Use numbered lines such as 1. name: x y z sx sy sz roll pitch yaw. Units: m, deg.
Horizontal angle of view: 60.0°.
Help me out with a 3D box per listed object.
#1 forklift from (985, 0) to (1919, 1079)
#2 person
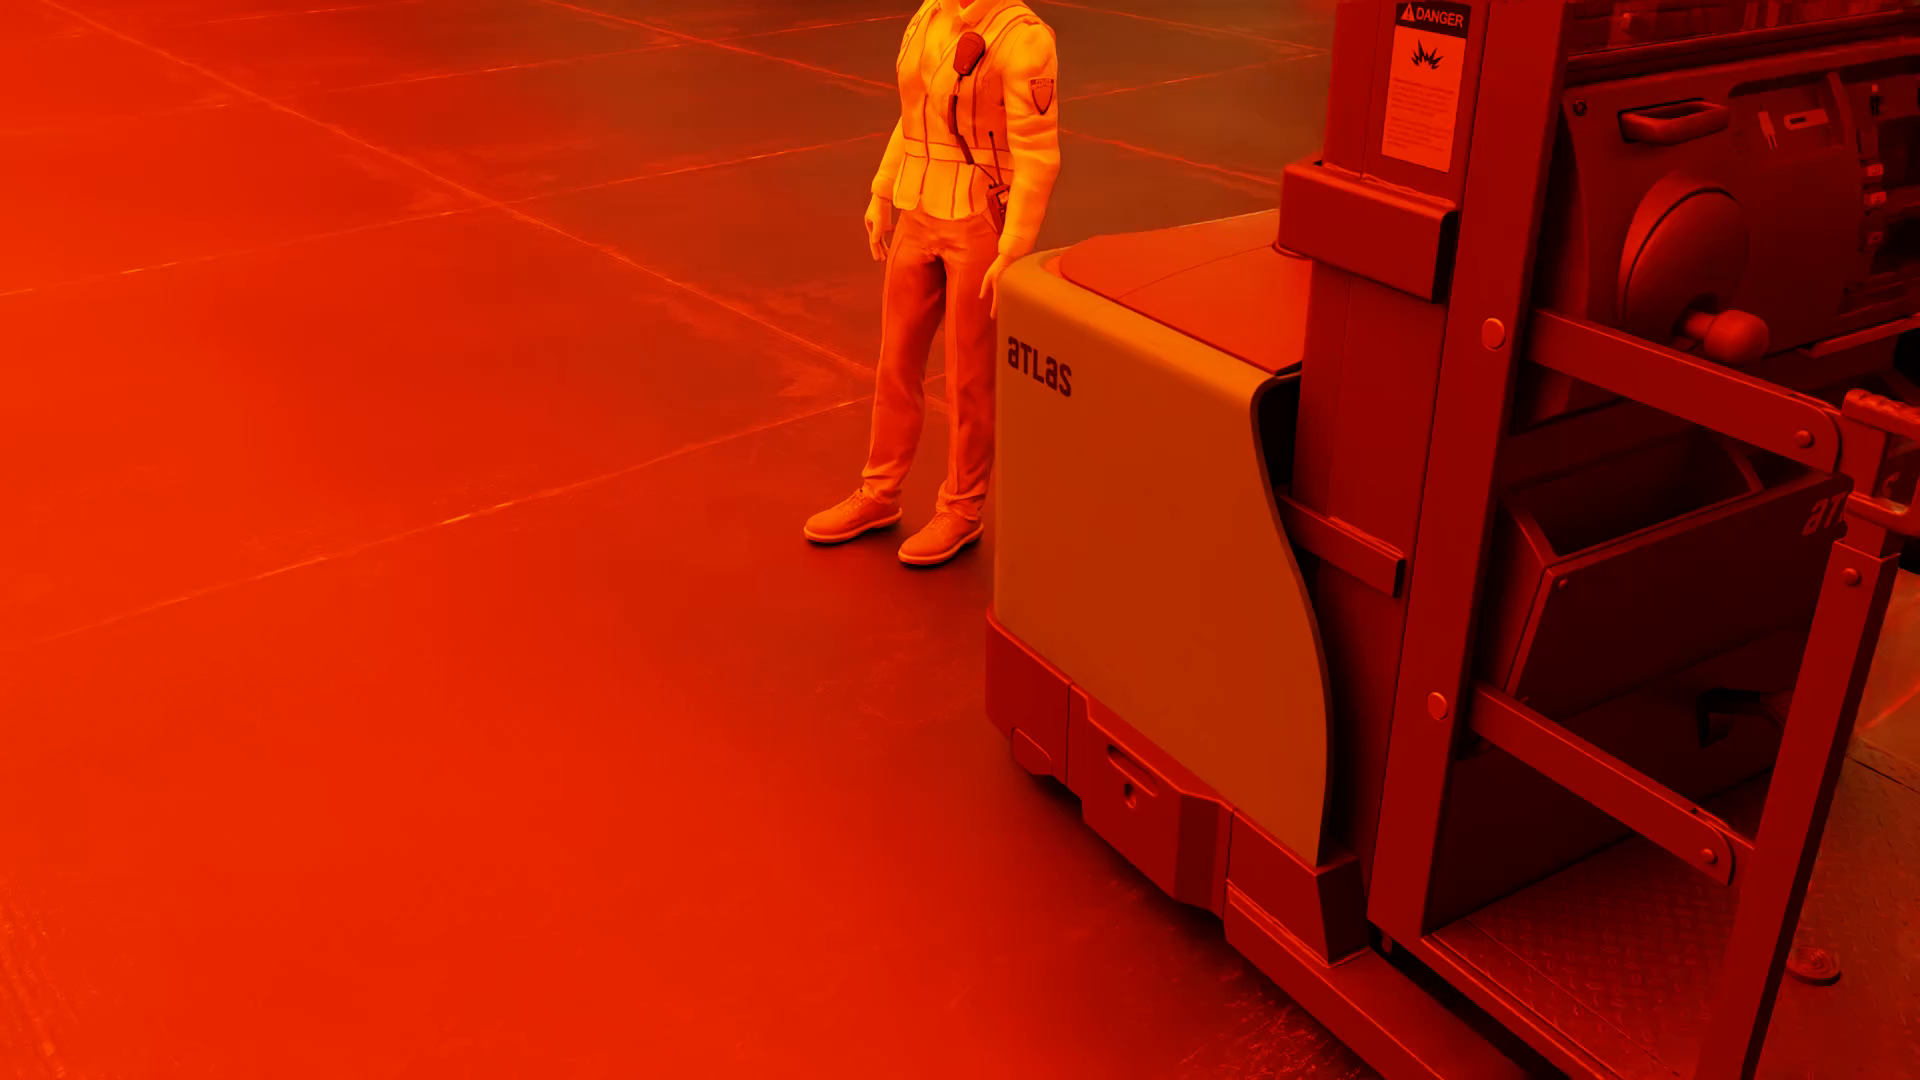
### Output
1. forklift: 1.255 -0.445 2.099 1.130 2.935 3.031 -15 30 -28
2. person: -0.057 -0.748 4.086 0.529 1.694 0.587 -20 33 -35
